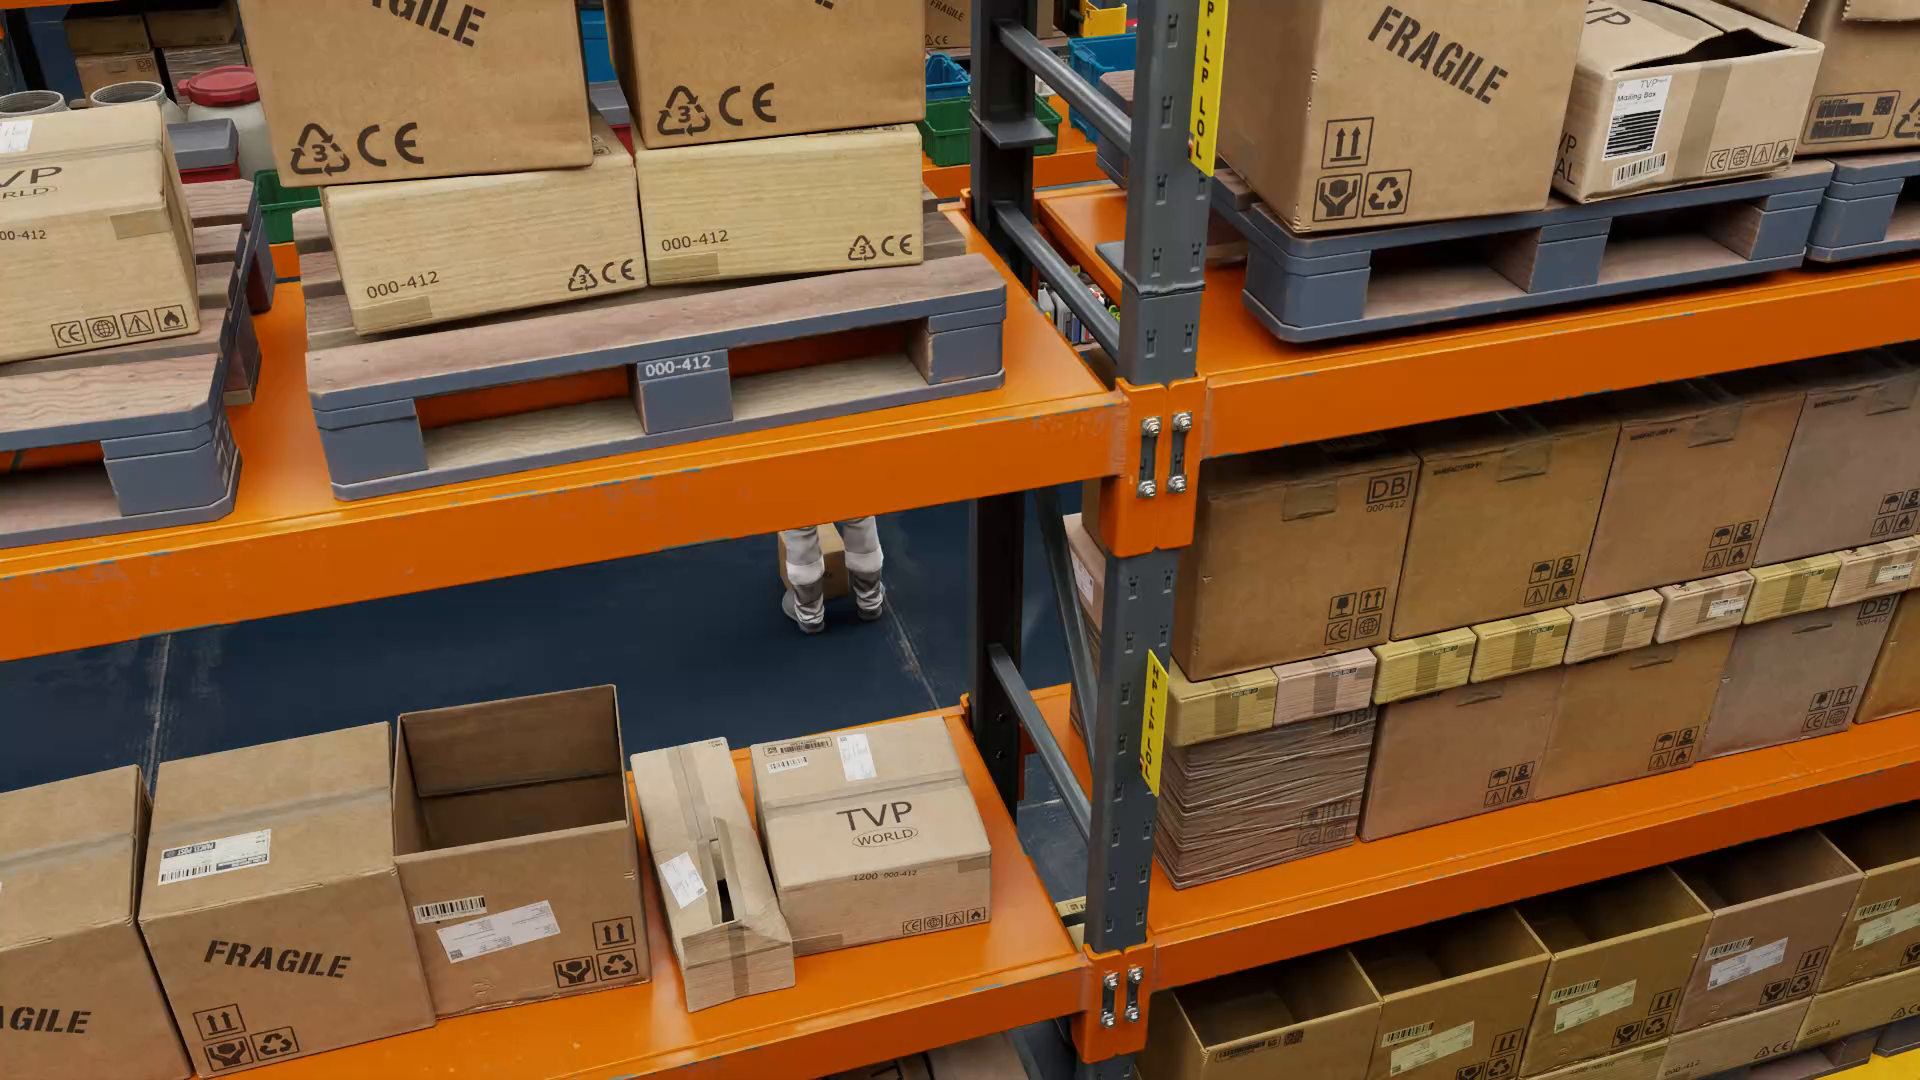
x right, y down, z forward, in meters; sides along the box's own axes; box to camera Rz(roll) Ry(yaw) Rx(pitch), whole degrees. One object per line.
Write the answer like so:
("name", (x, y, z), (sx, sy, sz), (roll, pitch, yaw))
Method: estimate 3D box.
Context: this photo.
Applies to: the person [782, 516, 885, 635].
("person", (-0.565, -0.416, 6.755), (0.579, 1.778, 0.453), (-10, 35, -15))
